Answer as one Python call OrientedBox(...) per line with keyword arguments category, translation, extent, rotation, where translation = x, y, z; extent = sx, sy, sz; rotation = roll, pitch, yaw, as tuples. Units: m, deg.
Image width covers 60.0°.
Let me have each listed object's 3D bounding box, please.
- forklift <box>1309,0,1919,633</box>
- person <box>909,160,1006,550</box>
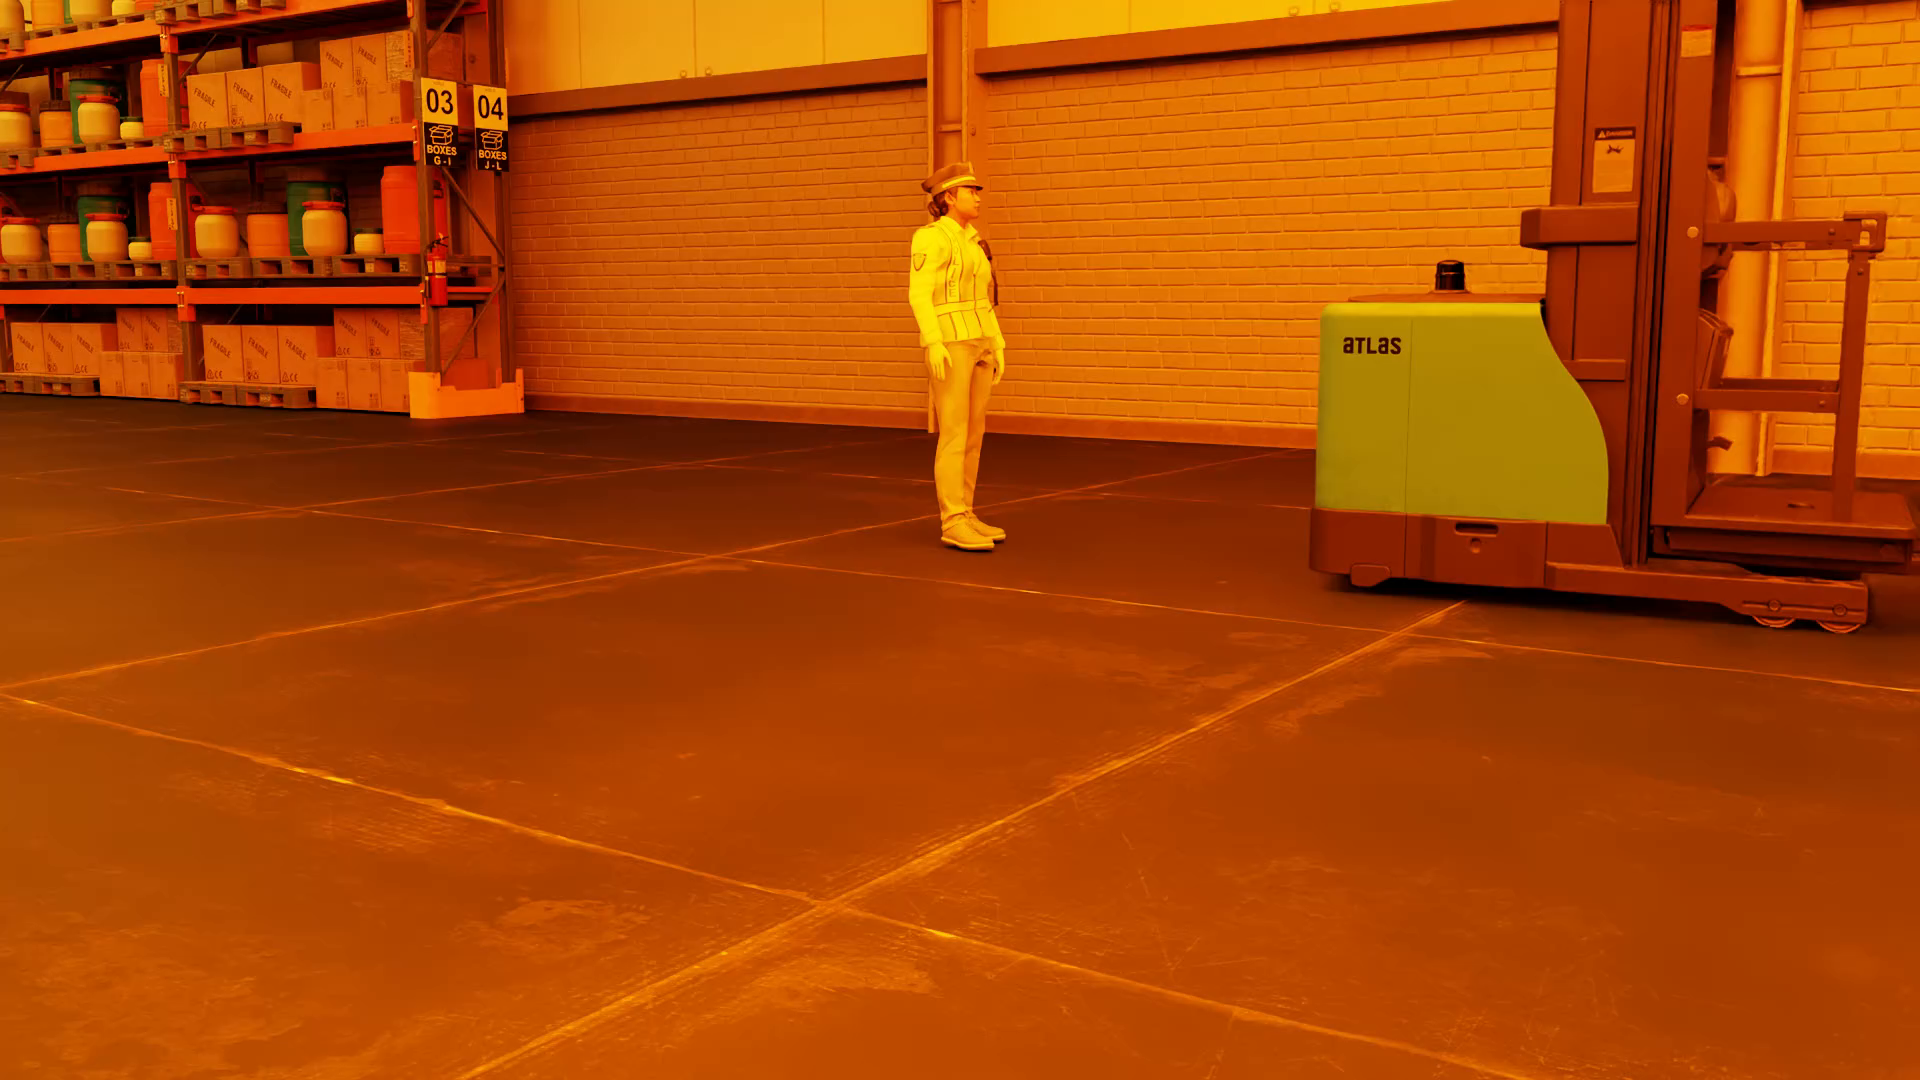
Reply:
OrientedBox(category="forklift", translation=(2.877, -1.231, 5.846), extent=(3.031, 2.935, 1.130), rotation=(4, 9, 27))
OrientedBox(category="person", translation=(0.053, -0.840, 7.440), extent=(0.531, 1.695, 0.588), rotation=(5, 10, 34))
